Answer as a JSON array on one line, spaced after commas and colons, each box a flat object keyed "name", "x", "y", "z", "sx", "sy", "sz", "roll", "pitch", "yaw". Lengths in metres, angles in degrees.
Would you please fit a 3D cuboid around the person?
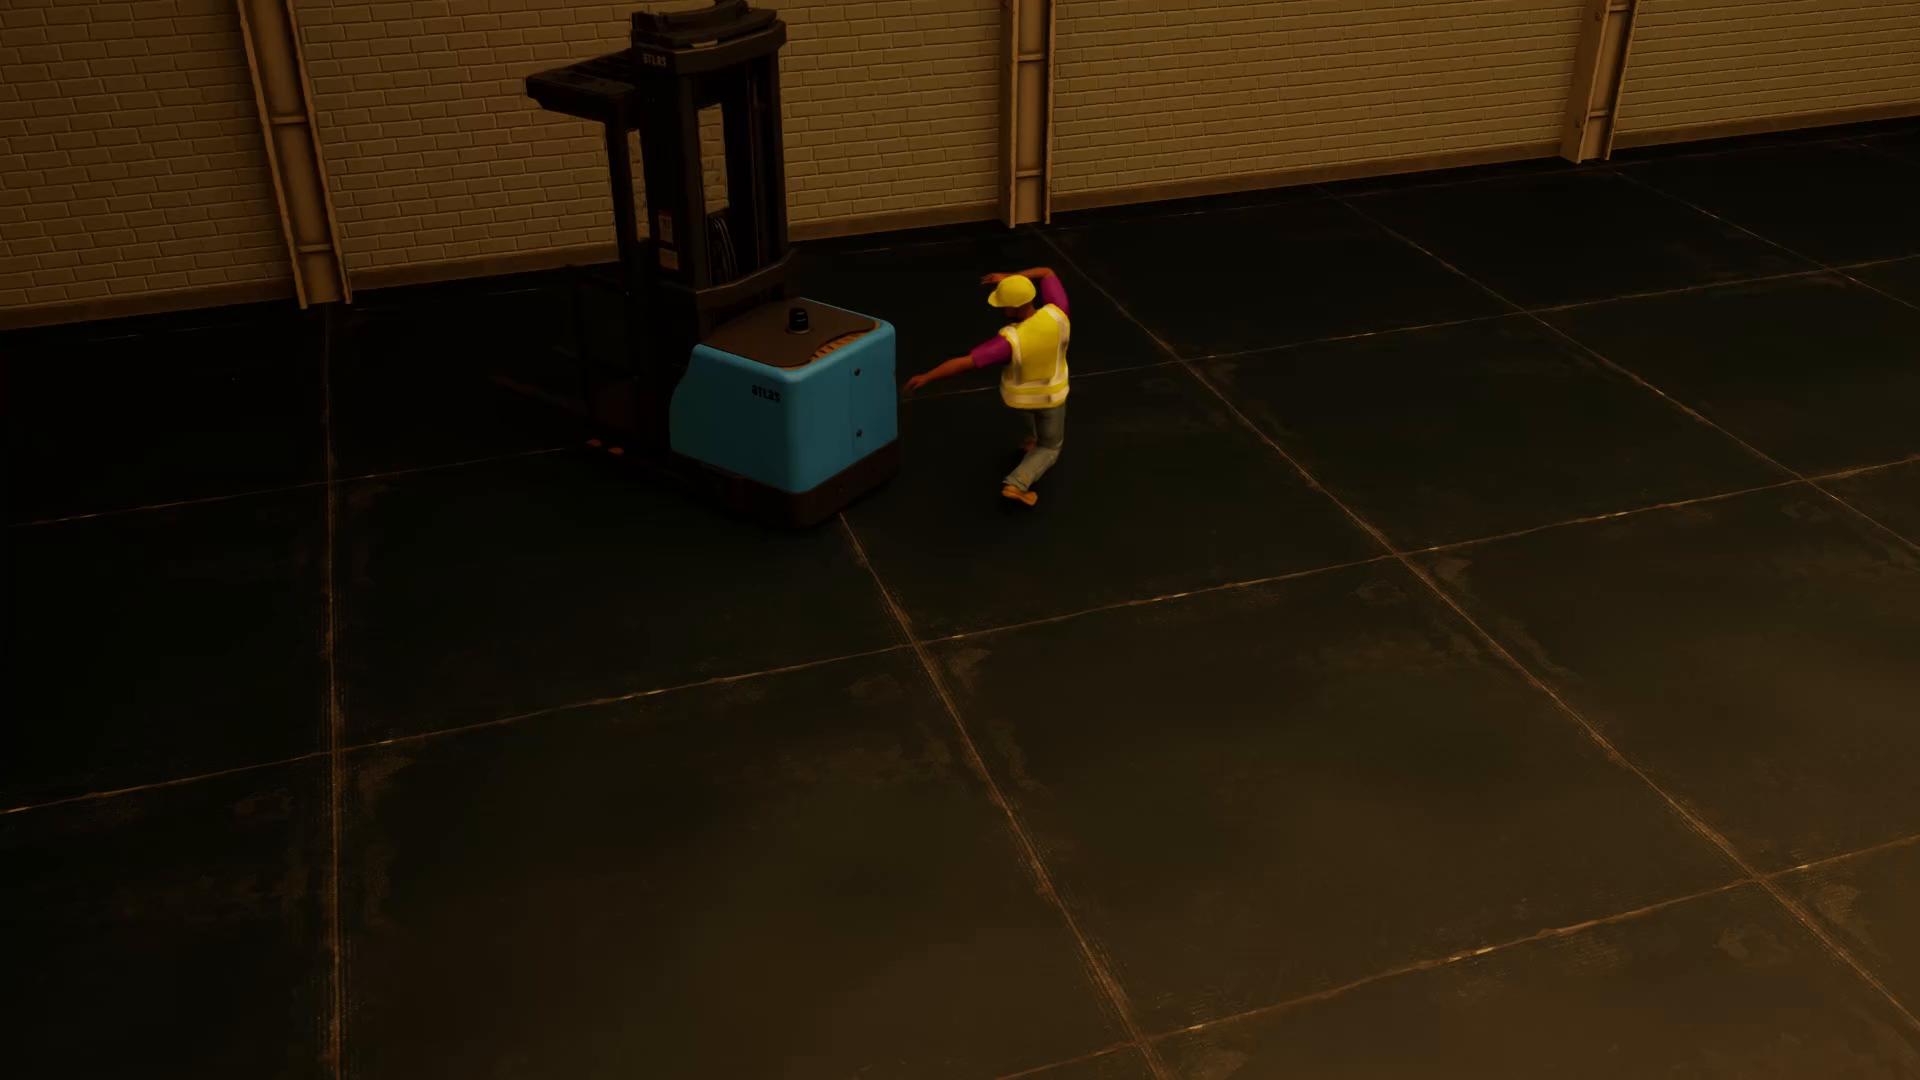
[{"name": "person", "x": 0.178, "y": -1.019, "z": 10.328, "sx": 1.002, "sy": 1.471, "sz": 0.965, "roll": 2, "pitch": 30, "yaw": 3}]

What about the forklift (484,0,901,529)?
[{"name": "forklift", "x": -1.878, "y": -1.903, "z": 10.394, "sx": 3.031, "sy": 2.935, "sz": 1.130, "roll": 19, "pitch": 35, "yaw": 30}]
